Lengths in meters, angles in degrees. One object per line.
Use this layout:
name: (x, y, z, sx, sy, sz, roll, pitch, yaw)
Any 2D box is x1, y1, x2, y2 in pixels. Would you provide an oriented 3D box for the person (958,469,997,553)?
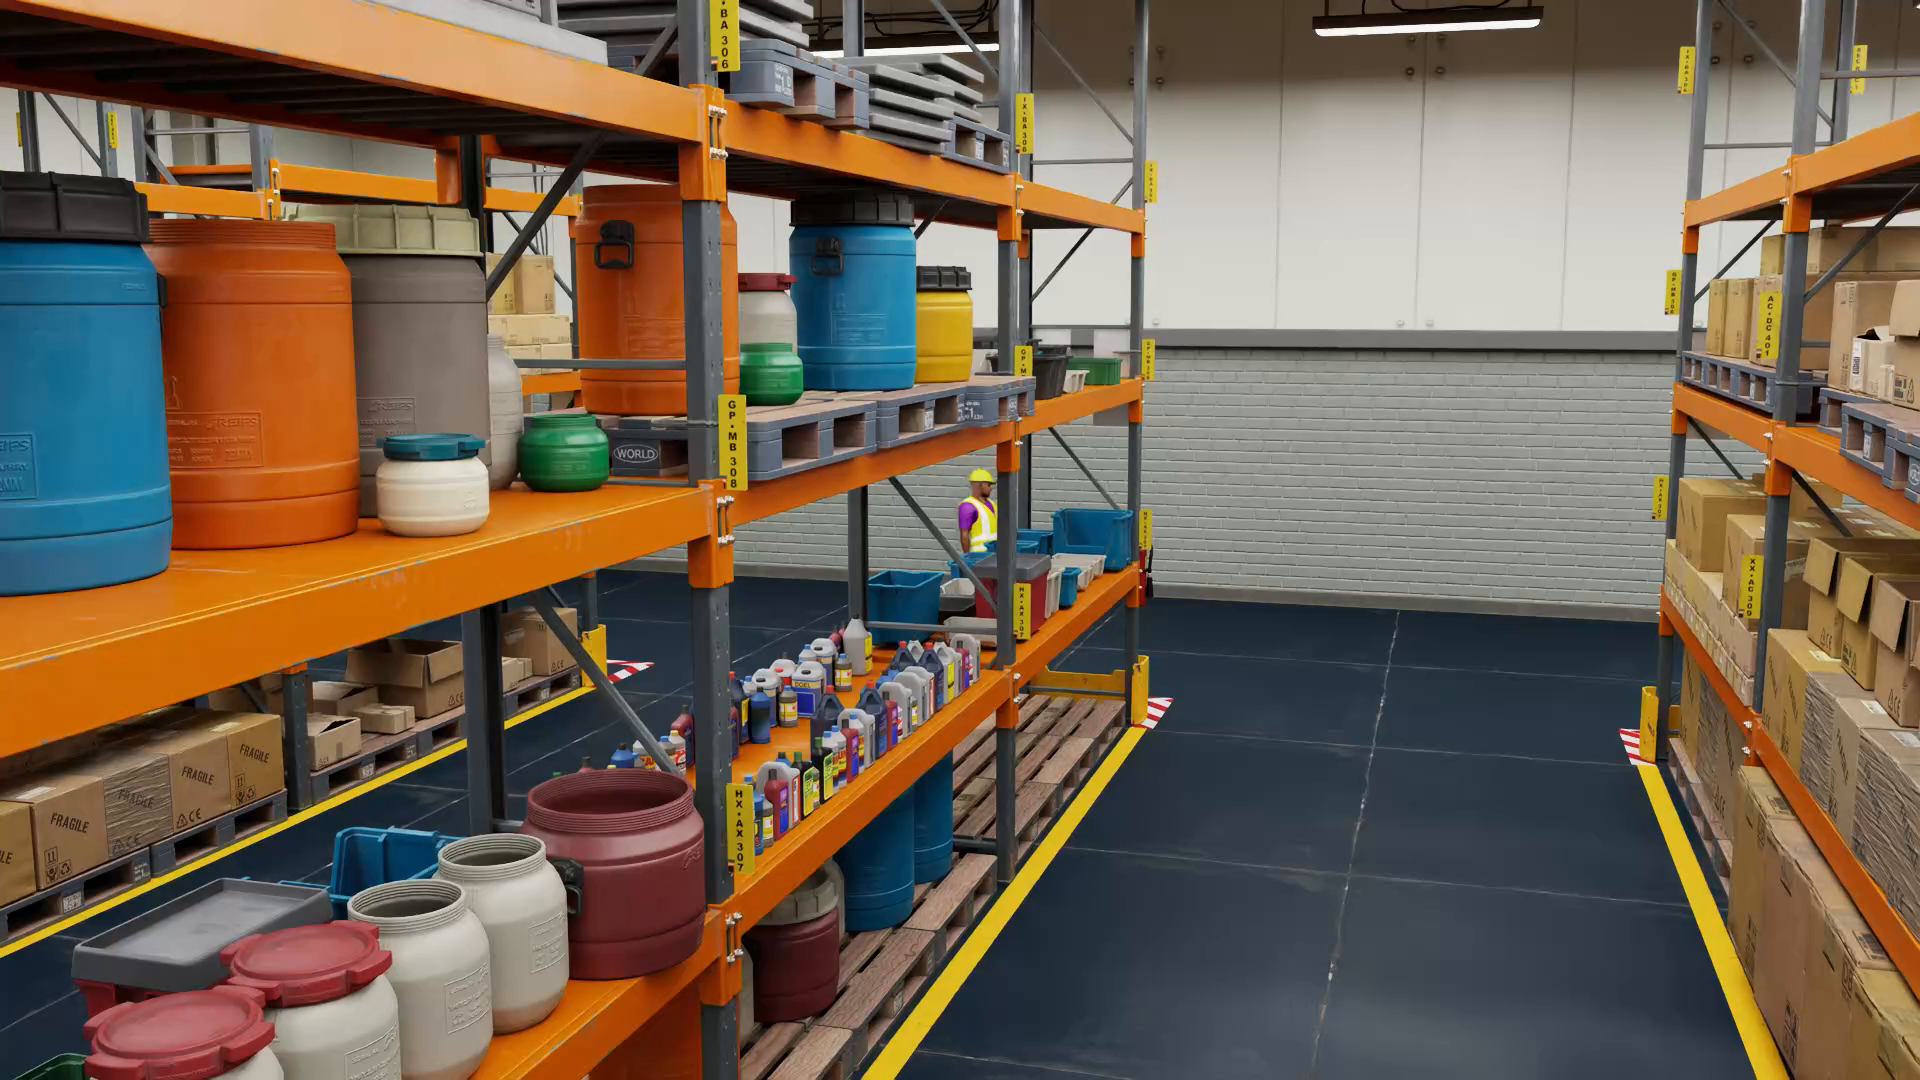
person: (0.395, 0.151, 16.919, 0.785, 1.704, 0.597, 6, 10, 37)
